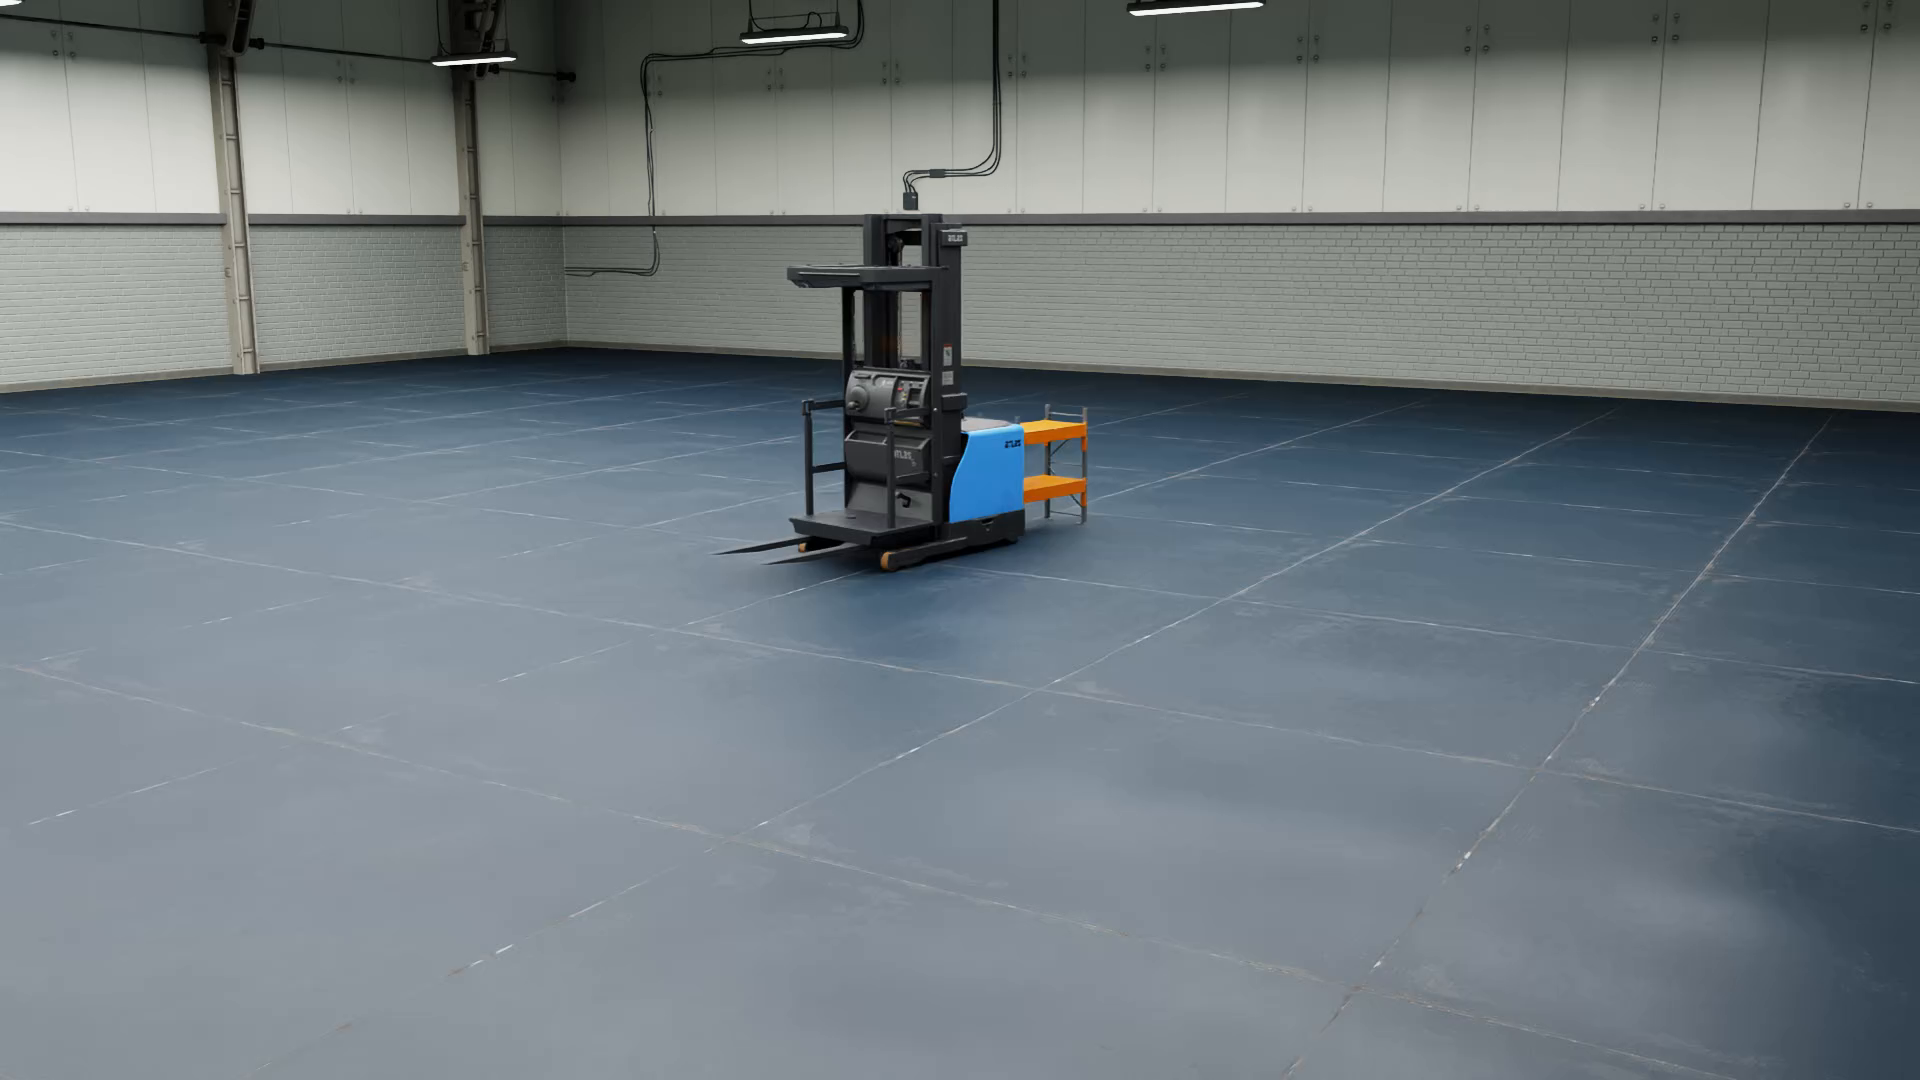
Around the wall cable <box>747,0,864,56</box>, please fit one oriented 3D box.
[{"bbox_3d":[-3.335,-11.624,35.238,3.097,2.526,0.112,6,12,31],"label":"wall cable"}]

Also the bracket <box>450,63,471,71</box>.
[{"bbox_3d":[-10.864,-10.319,36.134,0.235,0.232,0.430,6,12,31],"label":"bracket"}]

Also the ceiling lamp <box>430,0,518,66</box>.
[{"bbox_3d":[-8.899,-10.457,30.788,2.000,3.185,0.800,6,12,31],"label":"ceiling lamp"}]

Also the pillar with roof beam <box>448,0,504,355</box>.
[{"bbox_3d":[-7.273,-8.238,34.799,9.100,9.000,0.548,6,12,31],"label":"pillar with roof beam"}]

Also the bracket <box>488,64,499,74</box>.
[{"bbox_3d":[-10.433,-10.450,36.832,0.235,0.232,0.430,6,12,31],"label":"bracket"}]

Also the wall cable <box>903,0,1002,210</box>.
[{"bbox_3d":[-0.187,-9.748,33.625,2.305,6.003,0.169,6,12,31],"label":"wall cable"}]

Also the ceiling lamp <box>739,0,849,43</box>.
[{"bbox_3d":[-2.583,-9.751,27.017,2.000,3.185,0.800,6,12,31],"label":"ceiling lamp"}]

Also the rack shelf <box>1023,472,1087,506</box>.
[{"bbox_3d":[0.690,-0.426,15.797,0.538,0.278,1.000,9,14,41],"label":"rack shelf"}]

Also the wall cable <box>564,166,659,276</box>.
[{"bbox_3d":[-8.292,-7.460,39.081,3.097,2.526,0.112,6,12,31],"label":"wall cable"}]

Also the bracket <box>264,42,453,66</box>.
[{"bbox_3d":[-12.202,-9.914,33.970,0.076,0.066,4.783,6,12,31],"label":"bracket"}]

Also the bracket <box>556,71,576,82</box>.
[{"bbox_3d":[-9.203,-10.823,38.823,0.235,0.232,0.430,6,12,31],"label":"bracket"}]

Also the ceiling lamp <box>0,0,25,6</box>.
[{"bbox_3d":[-13.629,-9.024,23.135,2.000,3.185,0.800,6,12,31],"label":"ceiling lamp"}]

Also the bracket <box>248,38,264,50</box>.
[{"bbox_3d":[-13.548,-9.506,31.791,0.235,0.232,0.430,6,12,31],"label":"bracket"}]

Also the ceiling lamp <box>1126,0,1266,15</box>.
[{"bbox_3d":[3.451,-9.076,23.414,2.000,3.185,0.800,6,12,31],"label":"ceiling lamp"}]

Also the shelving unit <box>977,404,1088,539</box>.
[{"bbox_3d":[0.690,-0.666,15.752,0.538,1.125,1.048,9,14,41],"label":"shelving unit"}]

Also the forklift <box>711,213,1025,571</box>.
[{"bbox_3d":[-0.764,-1.283,14.139,1.130,2.935,3.031,9,14,41],"label":"forklift"}]

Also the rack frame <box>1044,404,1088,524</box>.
[{"bbox_3d":[1.028,-0.736,16.125,0.500,1.125,0.032,9,14,41],"label":"rack frame"}]

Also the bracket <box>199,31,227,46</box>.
[{"bbox_3d":[-13.979,-9.376,31.094,0.235,0.232,0.430,6,12,31],"label":"bracket"}]

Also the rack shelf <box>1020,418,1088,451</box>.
[{"bbox_3d":[0.690,-0.954,15.698,0.538,0.278,1.000,9,14,41],"label":"rack shelf"}]

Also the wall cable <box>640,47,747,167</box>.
[{"bbox_3d":[-5.980,-9.684,37.236,3.097,2.526,0.112,6,12,31],"label":"wall cable"}]

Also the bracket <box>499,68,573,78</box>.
[{"bbox_3d":[-9.509,-10.730,38.326,0.076,0.066,3.189,6,12,31],"label":"bracket"}]

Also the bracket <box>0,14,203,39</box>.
[{"bbox_3d":[-15.317,-8.970,28.930,0.076,0.066,4.783,6,12,31],"label":"bracket"}]

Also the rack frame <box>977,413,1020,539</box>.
[{"bbox_3d":[0.351,-0.597,15.380,0.500,1.125,0.032,9,14,41],"label":"rack frame"}]

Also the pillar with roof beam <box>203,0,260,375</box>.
[{"bbox_3d":[-10.388,-7.294,29.758,9.100,9.000,0.548,6,12,31],"label":"pillar with roof beam"}]
